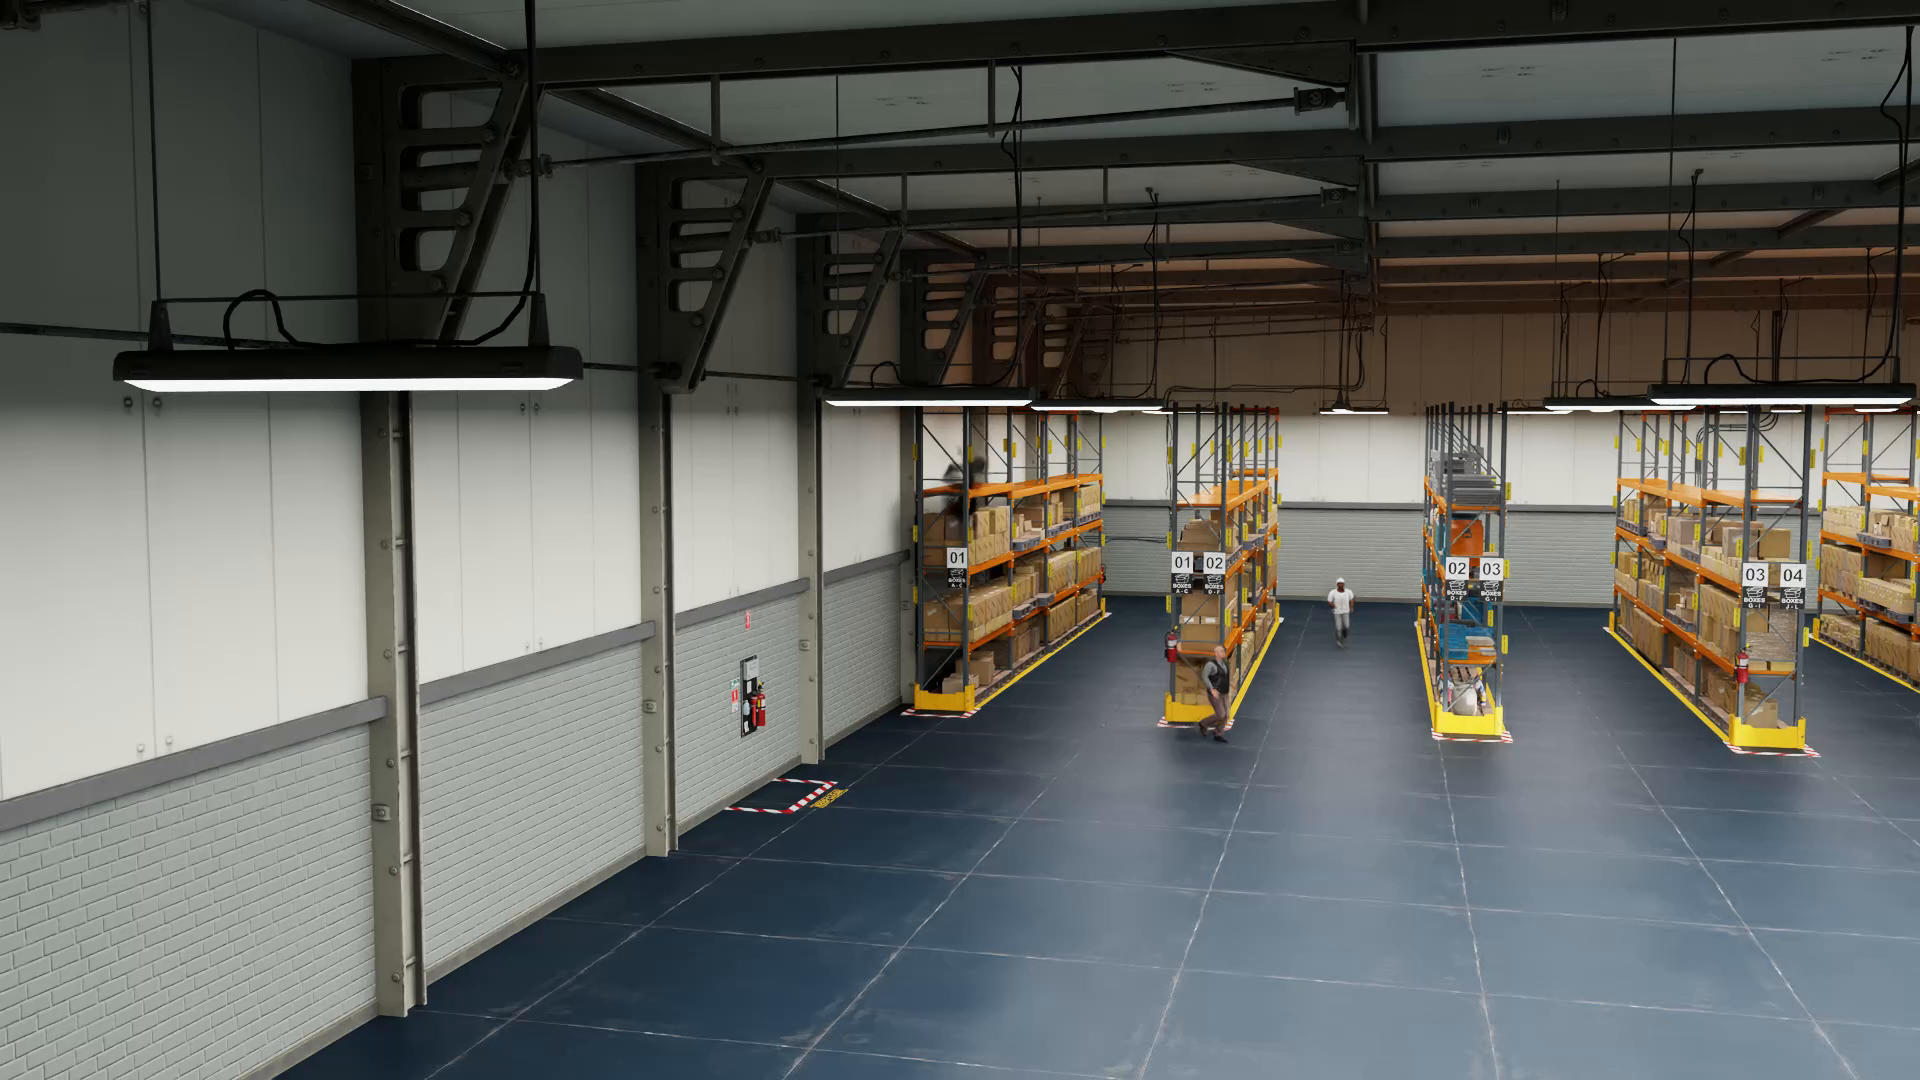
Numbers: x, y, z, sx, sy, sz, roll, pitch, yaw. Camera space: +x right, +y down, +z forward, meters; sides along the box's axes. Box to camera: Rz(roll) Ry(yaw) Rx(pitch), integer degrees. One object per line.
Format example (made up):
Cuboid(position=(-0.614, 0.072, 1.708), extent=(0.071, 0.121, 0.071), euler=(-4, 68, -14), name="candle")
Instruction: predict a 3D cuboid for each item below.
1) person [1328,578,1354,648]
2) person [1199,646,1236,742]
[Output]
Cuboid(position=(9.433, 1.813, 41.122), extent=(0.672, 1.745, 0.657), euler=(1, 4, 7), name="person")
Cuboid(position=(4.550, 2.714, 29.414), extent=(0.680, 1.697, 0.578), euler=(-4, 6, -44), name="person")
